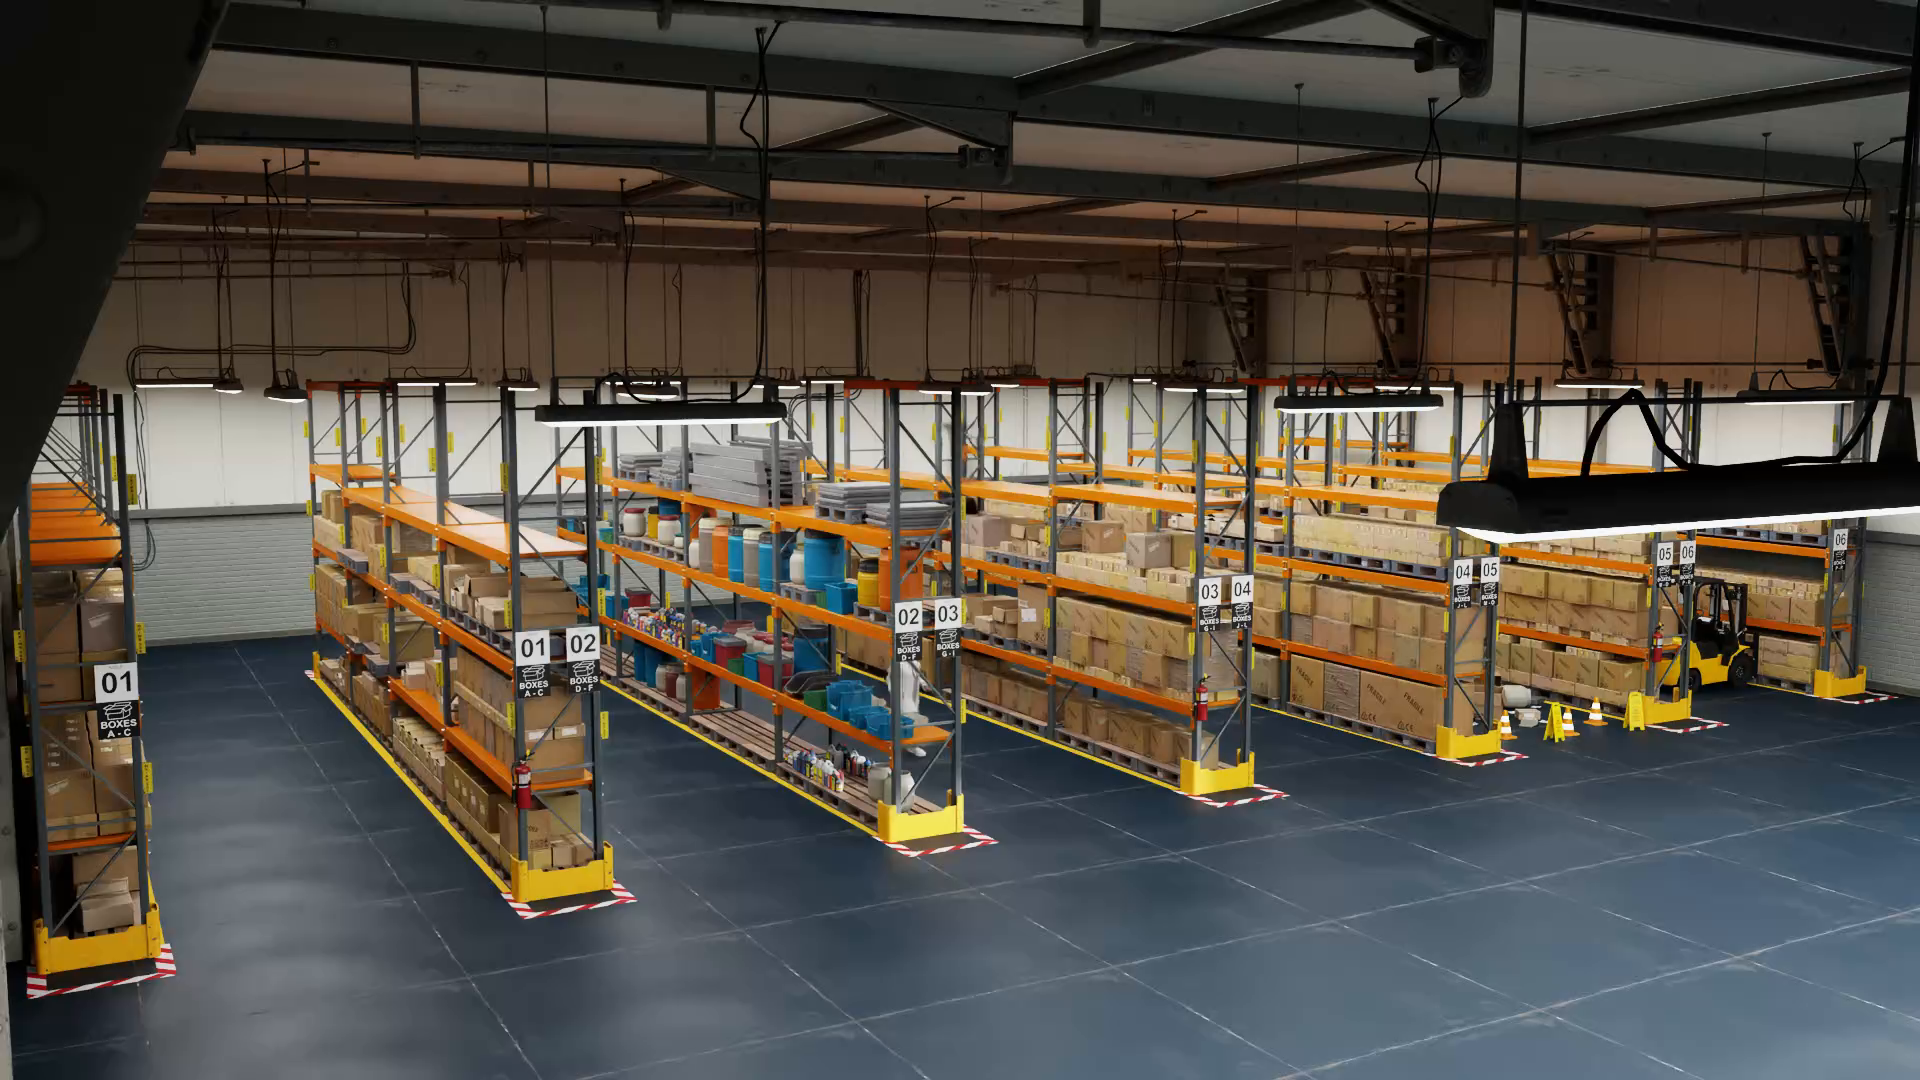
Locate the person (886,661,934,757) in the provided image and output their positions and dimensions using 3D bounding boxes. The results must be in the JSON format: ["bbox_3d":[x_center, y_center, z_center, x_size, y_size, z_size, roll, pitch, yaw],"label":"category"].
[{"bbox_3d":[-0.884,2.593,27.039,0.886,1.762,0.693,5,8,39],"label":"person"}]
